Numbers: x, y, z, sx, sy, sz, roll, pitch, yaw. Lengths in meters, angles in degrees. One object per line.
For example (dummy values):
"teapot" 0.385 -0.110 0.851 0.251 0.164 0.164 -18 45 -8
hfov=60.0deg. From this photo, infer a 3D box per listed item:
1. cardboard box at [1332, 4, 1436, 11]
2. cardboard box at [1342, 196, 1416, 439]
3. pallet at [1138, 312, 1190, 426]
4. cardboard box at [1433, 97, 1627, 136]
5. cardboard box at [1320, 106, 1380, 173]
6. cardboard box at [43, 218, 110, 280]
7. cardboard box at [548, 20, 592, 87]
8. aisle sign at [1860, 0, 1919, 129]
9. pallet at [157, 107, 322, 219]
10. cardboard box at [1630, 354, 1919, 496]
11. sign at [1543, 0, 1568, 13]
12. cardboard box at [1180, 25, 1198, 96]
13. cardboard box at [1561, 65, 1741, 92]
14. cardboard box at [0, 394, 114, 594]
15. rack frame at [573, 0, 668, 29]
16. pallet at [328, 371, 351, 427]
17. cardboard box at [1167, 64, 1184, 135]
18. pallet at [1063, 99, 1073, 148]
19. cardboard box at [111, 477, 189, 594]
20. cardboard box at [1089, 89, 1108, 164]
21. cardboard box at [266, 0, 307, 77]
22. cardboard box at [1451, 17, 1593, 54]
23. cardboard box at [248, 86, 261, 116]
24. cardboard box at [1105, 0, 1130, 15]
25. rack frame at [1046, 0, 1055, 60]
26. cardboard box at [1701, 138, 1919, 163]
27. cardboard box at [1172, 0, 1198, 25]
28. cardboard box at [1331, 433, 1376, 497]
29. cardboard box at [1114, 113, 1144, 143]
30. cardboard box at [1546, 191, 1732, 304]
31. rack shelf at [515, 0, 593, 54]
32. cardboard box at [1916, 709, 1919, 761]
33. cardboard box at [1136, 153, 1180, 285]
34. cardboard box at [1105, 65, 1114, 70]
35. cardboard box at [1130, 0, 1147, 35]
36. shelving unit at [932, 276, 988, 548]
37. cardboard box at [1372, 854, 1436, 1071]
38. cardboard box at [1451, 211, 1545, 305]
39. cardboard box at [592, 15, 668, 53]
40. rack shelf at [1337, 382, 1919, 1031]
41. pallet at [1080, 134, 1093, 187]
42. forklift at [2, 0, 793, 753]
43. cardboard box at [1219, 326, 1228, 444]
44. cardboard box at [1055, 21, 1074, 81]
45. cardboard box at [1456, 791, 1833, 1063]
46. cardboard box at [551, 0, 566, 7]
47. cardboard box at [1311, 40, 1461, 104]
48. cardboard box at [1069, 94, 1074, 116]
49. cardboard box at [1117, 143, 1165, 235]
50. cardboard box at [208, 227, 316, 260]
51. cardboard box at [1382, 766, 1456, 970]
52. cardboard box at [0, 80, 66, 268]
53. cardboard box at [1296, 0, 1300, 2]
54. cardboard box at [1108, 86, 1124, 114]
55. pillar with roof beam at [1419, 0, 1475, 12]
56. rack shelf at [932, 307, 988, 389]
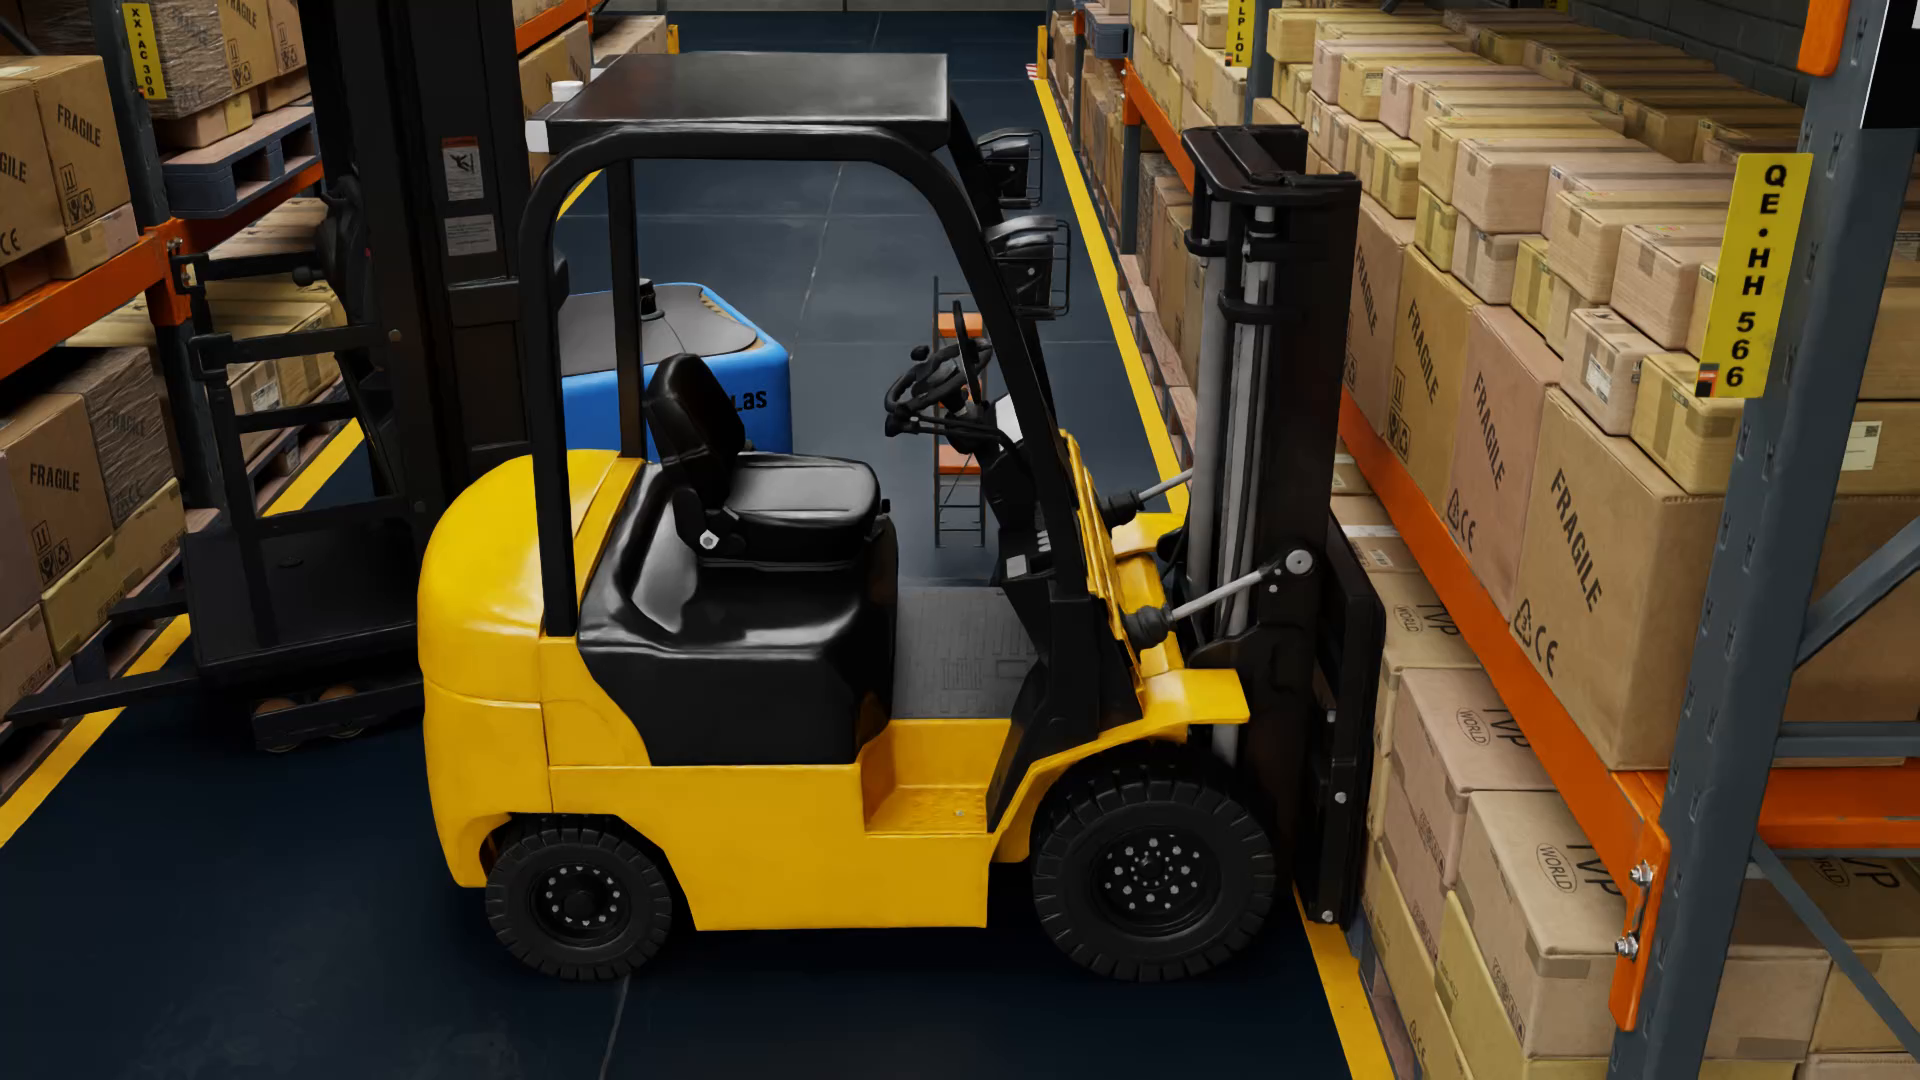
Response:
"cardboard box" 1.770 -2.156 6.967 0.380 0.149 0.250 0 24 -1
"cardboard box" 1.292 -0.581 4.273 0.500 0.500 0.500 0 24 0
"pallet" 1.472 -0.887 8.454 1.003 0.211 1.213 0 24 -1
"cardboard box" 1.342 -0.957 3.956 0.380 0.149 0.250 0 24 0
"cardboard box" 1.241 -1.134 4.709 0.380 0.149 0.250 0 24 -1
"cardboard box" -3.110 -0.978 5.576 0.380 0.149 0.250 0 24 1
"cardboard box" -3.428 -3.591 13.118 0.875 0.875 0.875 0 24 1
"aisle sign" 1.286 -0.858 1.851 0.394 0.787 0.004 0 24 -1
"pallet" -3.291 -1.554 6.779 1.003 0.211 1.213 0 24 -1
"cardboard box" 1.295 -0.184 2.609 0.380 0.149 0.250 0 24 0
"sign" 2.090 -1.783 5.907 0.100 0.325 0.005 0 24 -1
"cardboard box" 1.262 -2.133 7.401 0.500 0.250 0.500 0 24 0
"cardboard box" 1.823 -1.168 4.424 0.380 0.149 0.250 -1 24 -1
"cardboard box" -3.146 -0.154 5.367 0.500 0.500 0.500 0 24 0
"rack frame" -3.559 -6.271 16.975 1.000 3.000 0.127 0 24 -1
"pallet" -3.454 -0.880 8.440 1.003 0.211 1.213 0 24 -1
"cardboard box" 1.269 -2.112 7.963 0.500 0.250 0.500 1 24 1
"pallet" 1.442 -3.659 14.583 1.003 0.211 1.213 0 24 -1
"cardboard box" -3.153 -0.022 5.986 0.500 0.250 0.500 1 24 2
"cardboard box" 1.245 -3.073 12.429 0.500 0.500 0.500 -1 24 -2
"cardboard box" -3.144 -2.303 7.210 0.500 0.500 0.500 0 24 -1
"cardboard box" 1.802 -1.593 5.362 0.380 0.149 0.250 -1 24 -2
"cardboard box" -3.191 -1.851 6.999 0.380 0.149 0.250 1 24 3
"cardboard box" 1.101 -3.344 10.299 0.380 0.149 0.250 0 24 0
"rack frame" 1.405 -6.294 17.027 1.000 3.000 0.127 0 24 -1
"cardboard box" 1.787 -0.745 3.487 0.380 0.149 0.250 0 24 1
"cardboard box" 1.186 -2.466 7.654 0.380 0.149 0.250 -1 24 -2
"cardboard box" 1.239 -0.127 5.005 0.500 0.250 0.500 1 24 1
"cardboard box" 1.199 -2.661 10.729 0.380 0.149 0.250 -1 24 -3
"cardboard box" 1.301 -0.534 3.021 0.380 0.149 0.250 0 24 1
"rack shelf" -3.493 -3.470 11.656 1.077 0.370 4.000 0 24 -1
"cardboard box" 1.851 0.048 2.883 0.500 0.500 0.500 1 24 1
"cardboard box" 1.485 -1.850 9.573 0.875 0.625 0.625 1 24 1
"cardboard box" 1.297 -3.513 12.614 0.380 0.149 0.250 -1 24 -1
"cardboard box" 1.227 -2.973 9.260 0.500 0.250 0.500 0 24 -1
"shelving unit" -0.001 -0.500 6.582 0.215 1.050 0.252 0 24 -1
"cardboard box" 1.262 0.963 3.808 0.500 0.250 0.500 0 24 -1
"cardboard box" 1.280 -0.609 3.547 0.380 0.149 0.250 -1 24 -2
"cardboard box" -3.452 -5.023 16.816 0.875 0.438 0.875 -1 24 -2
"rack shelf" 1.557 -0.198 4.420 1.077 0.370 4.000 0 24 -1
"pallet" 1.495 -3.041 13.217 1.003 0.211 1.213 0 24 -1
"forklift" -2.119 -0.912 5.209 3.031 2.935 1.130 -11 27 -23
"cardboard box" 1.519 -0.674 6.972 0.875 0.625 0.625 1 24 2
"cardboard box" 1.287 -4.742 16.119 0.700 0.500 0.500 1 24 2
"cardboard box" 1.262 0.716 3.140 0.500 0.250 0.500 1 24 1
"cardboard box" -3.254 -4.160 12.491 0.500 0.250 0.500 -1 24 -1
"cardboard box" 1.247 -1.375 4.880 0.380 0.149 0.250 0 24 1
"cardboard box" 1.148 -3.767 14.389 0.380 0.149 0.250 -1 24 -2
"cardboard box" 1.272 -2.224 10.550 0.500 0.500 0.500 0 24 1
"cardboard box" -3.459 -1.431 8.954 0.950 0.372 0.625 -1 24 -2
"cardboard box" 1.267 0.726 3.724 0.500 0.250 0.500 0 24 -1
"cardboard box" -3.162 -1.113 5.088 0.500 0.500 0.500 1 24 1
"cardboard box" 1.734 -2.573 7.891 0.380 0.149 0.250 0 24 1
"cardboard box" 1.247 -3.095 11.689 0.380 0.149 0.250 -1 24 -3
"pillar with roof beam" -1.897 -5.179 7.281 9.100 9.000 0.400 0 24 -1
"rack shelf" -0.001 -0.749 6.470 0.215 0.259 0.240 0 24 -1
